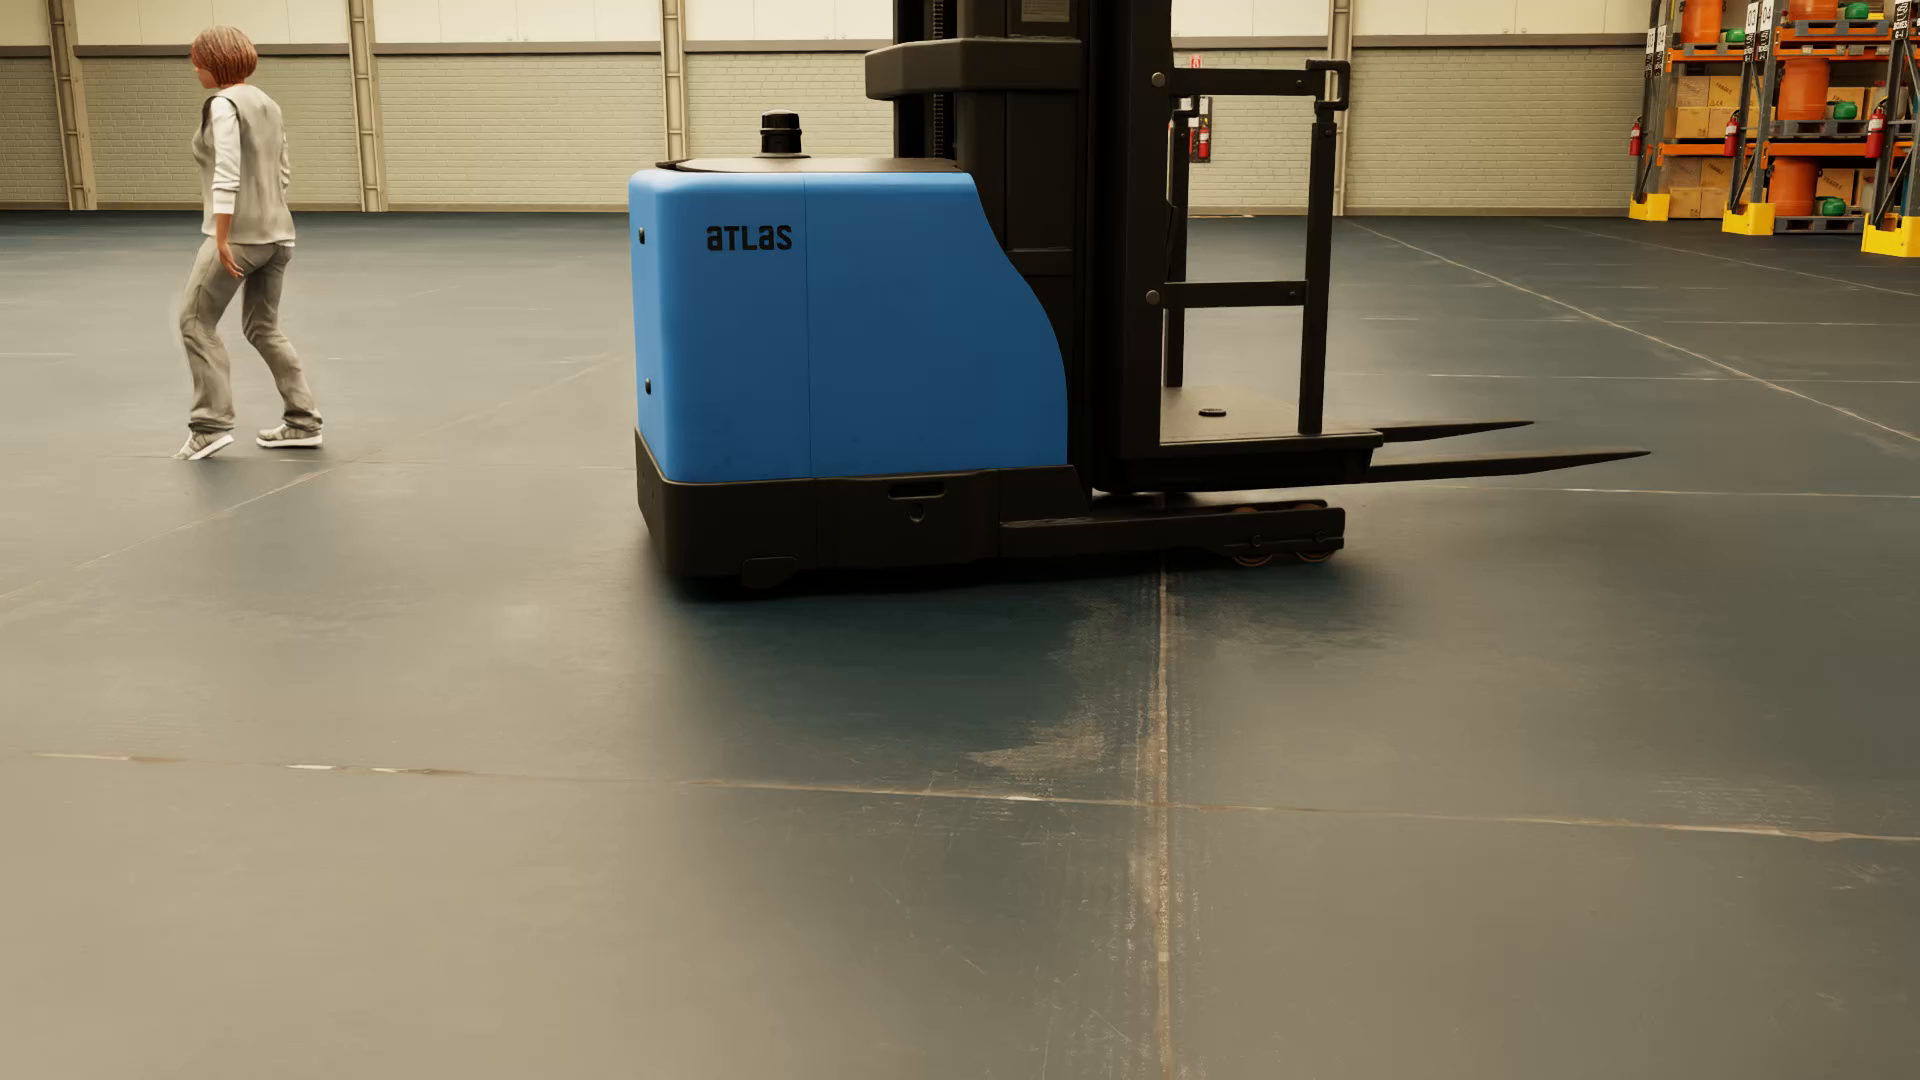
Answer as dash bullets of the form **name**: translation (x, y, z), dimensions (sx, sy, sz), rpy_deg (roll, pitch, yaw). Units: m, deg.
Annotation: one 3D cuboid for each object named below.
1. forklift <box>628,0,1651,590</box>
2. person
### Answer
- **forklift**: translation (0.587, -1.464, 4.770), dimensions (3.031, 2.935, 1.130), rpy_deg (-4, 14, -15)
- **person**: translation (-2.726, -1.097, 6.283), dimensions (0.488, 1.628, 0.510), rpy_deg (2, 13, 7)
